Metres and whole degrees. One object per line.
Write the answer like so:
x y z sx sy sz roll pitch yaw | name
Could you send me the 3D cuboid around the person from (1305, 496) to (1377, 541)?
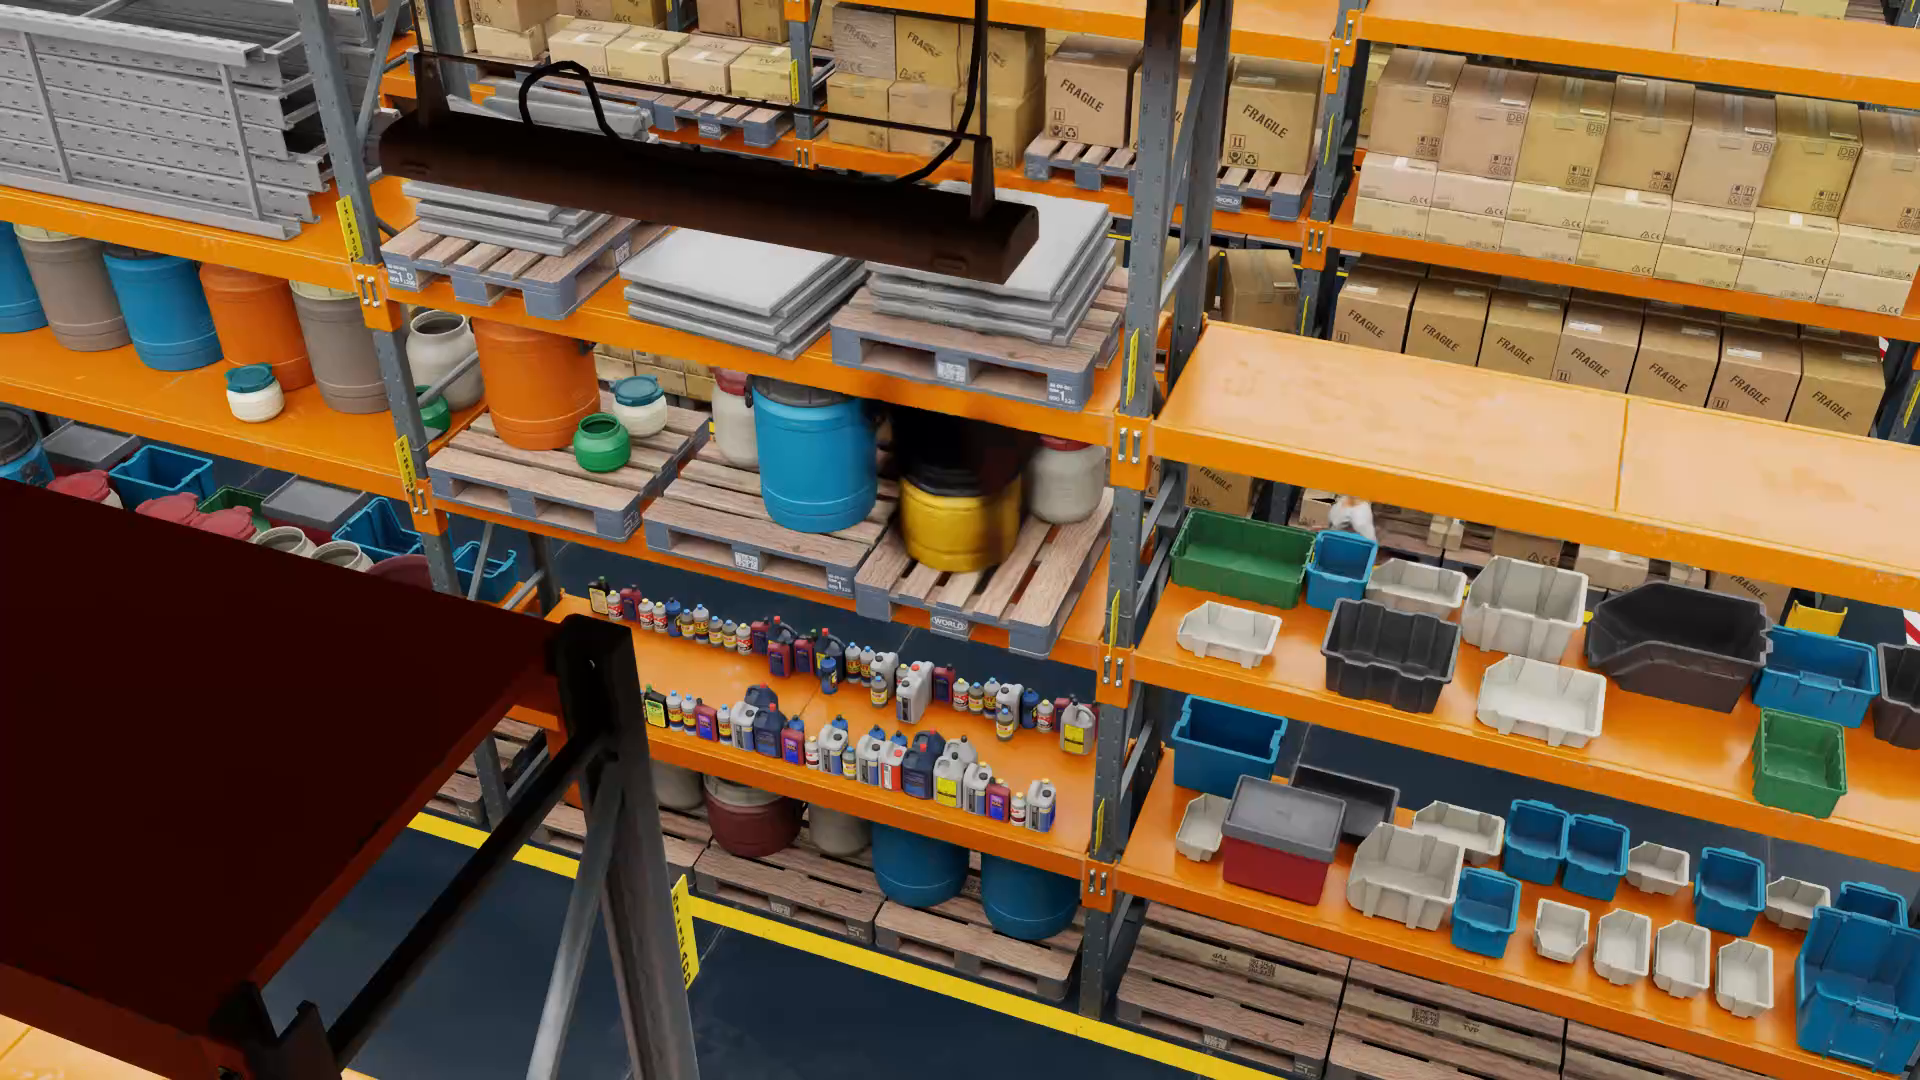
2.633 0.170 11.301 0.646 1.634 0.564 6 37 8 | person
